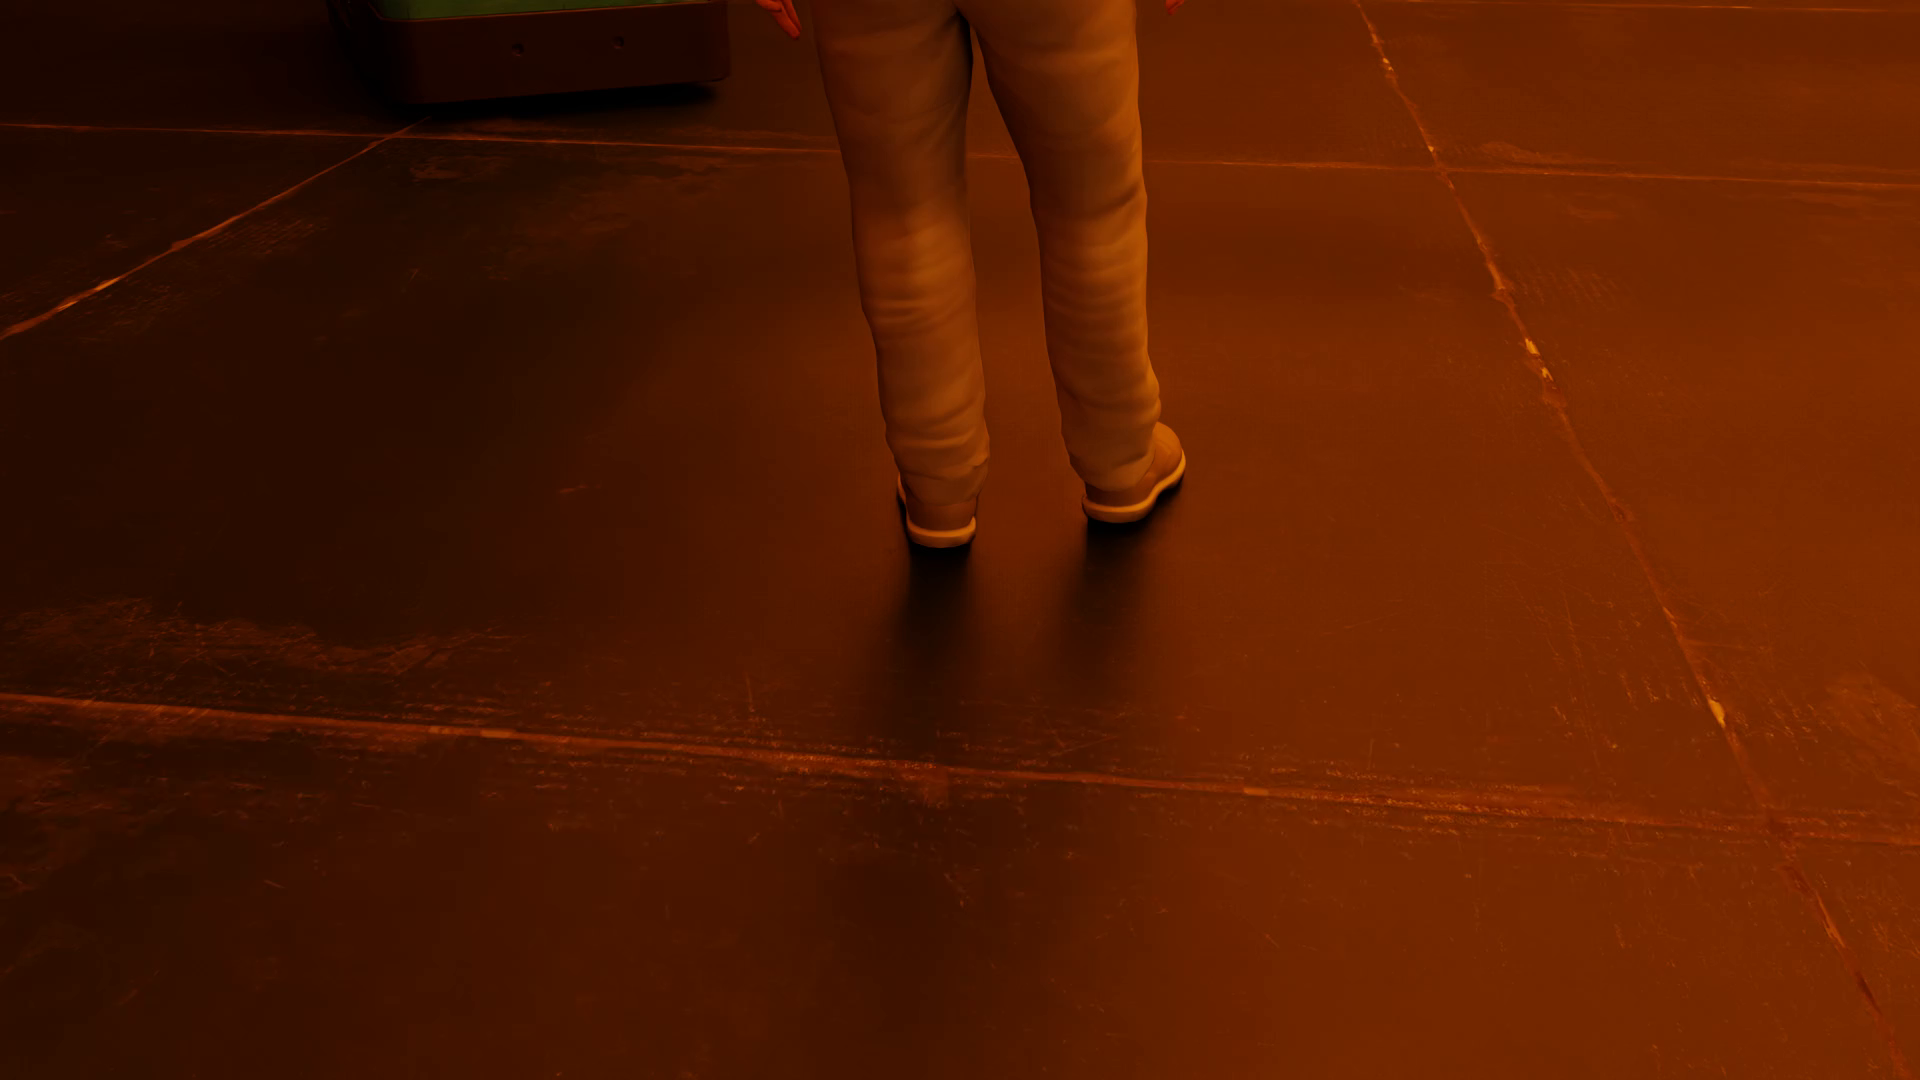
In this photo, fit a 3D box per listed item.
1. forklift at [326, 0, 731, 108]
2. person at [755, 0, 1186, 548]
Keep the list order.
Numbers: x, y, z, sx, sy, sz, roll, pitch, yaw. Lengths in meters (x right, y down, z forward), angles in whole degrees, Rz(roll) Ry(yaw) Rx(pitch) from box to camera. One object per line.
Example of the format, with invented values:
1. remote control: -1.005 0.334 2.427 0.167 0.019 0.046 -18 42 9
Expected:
1. forklift: -1.785 -3.235 5.703 1.130 2.935 3.031 -11 29 -21
2. person: 0.022 -0.839 2.168 0.641 1.780 0.571 3 27 7
